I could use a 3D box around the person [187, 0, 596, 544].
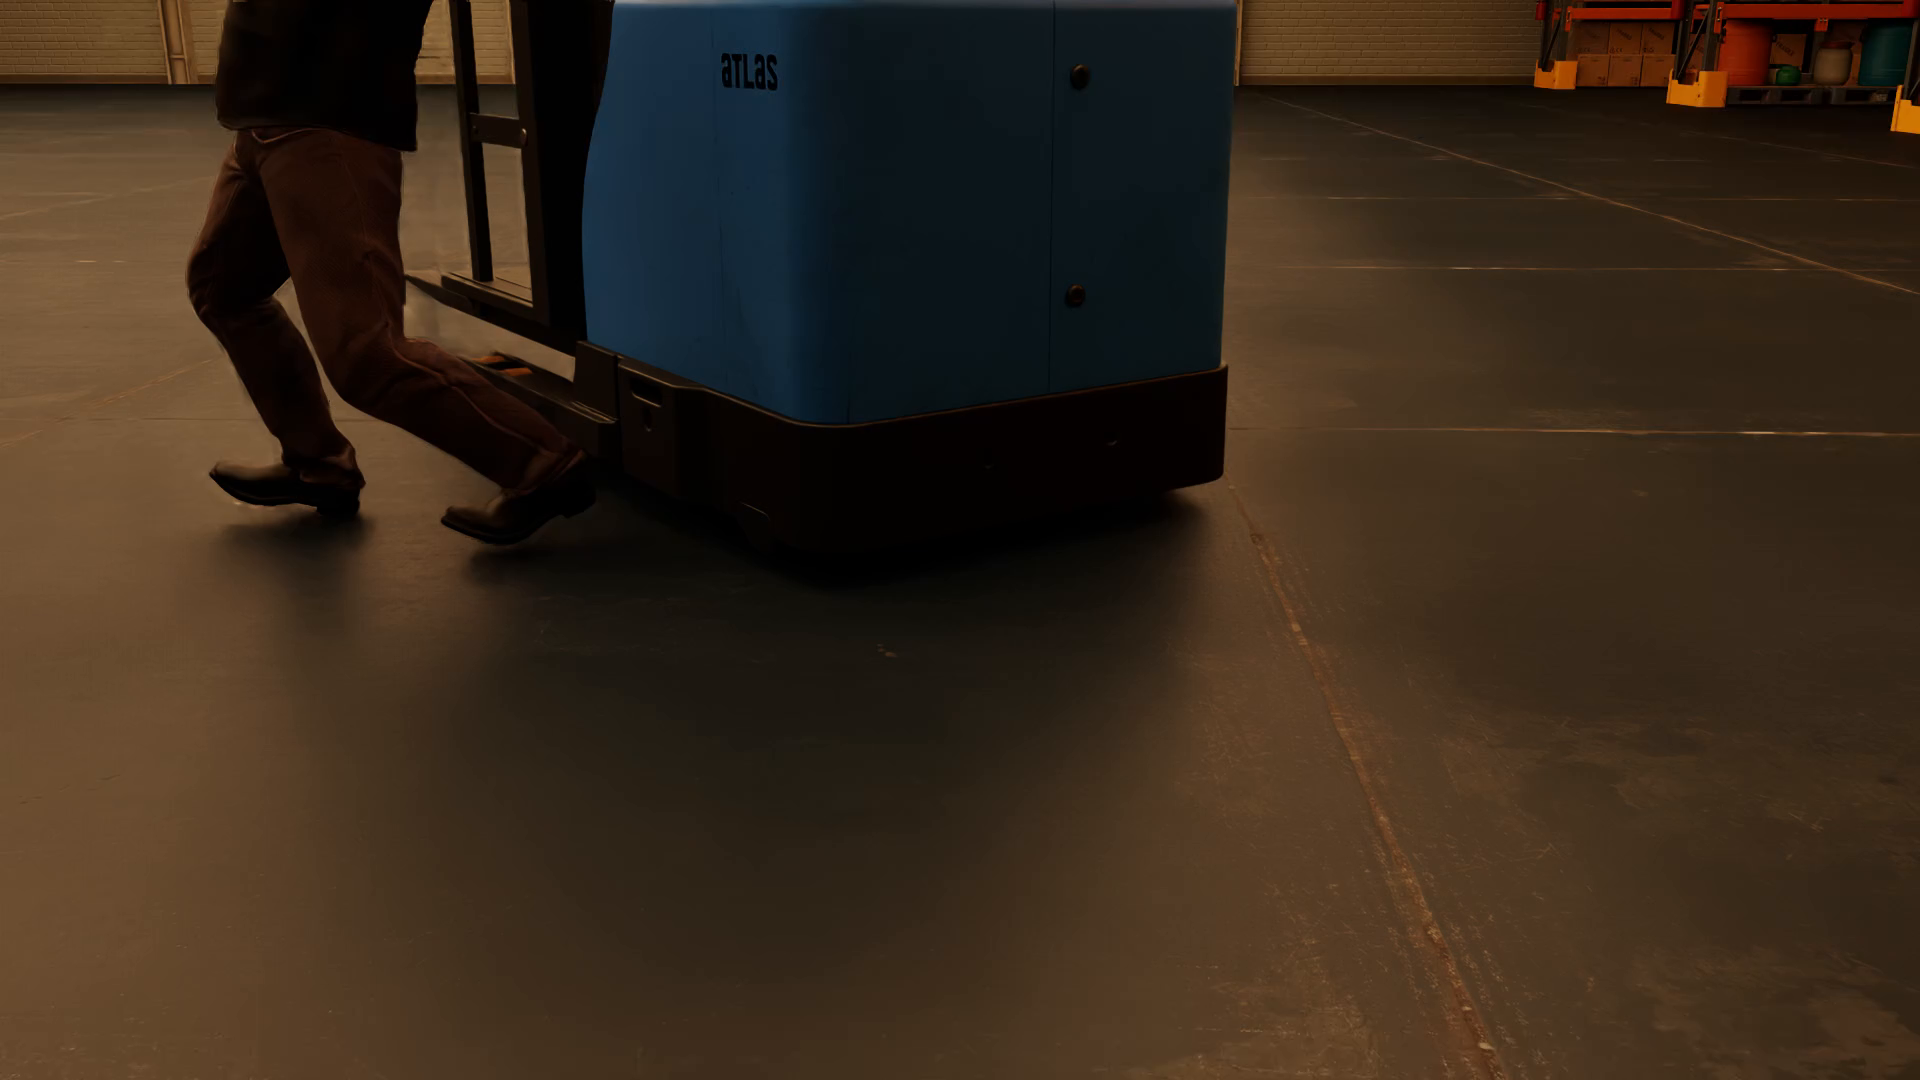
[{"bbox_3d":[-1.248,-0.770,3.221,0.833,1.556,0.849,-9,19,-26],"label":"person"}]

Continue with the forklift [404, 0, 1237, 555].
[{"bbox_3d":[-0.684,-1.750,4.065,1.130,2.935,3.031,-12,21,-33],"label":"forklift"}]
